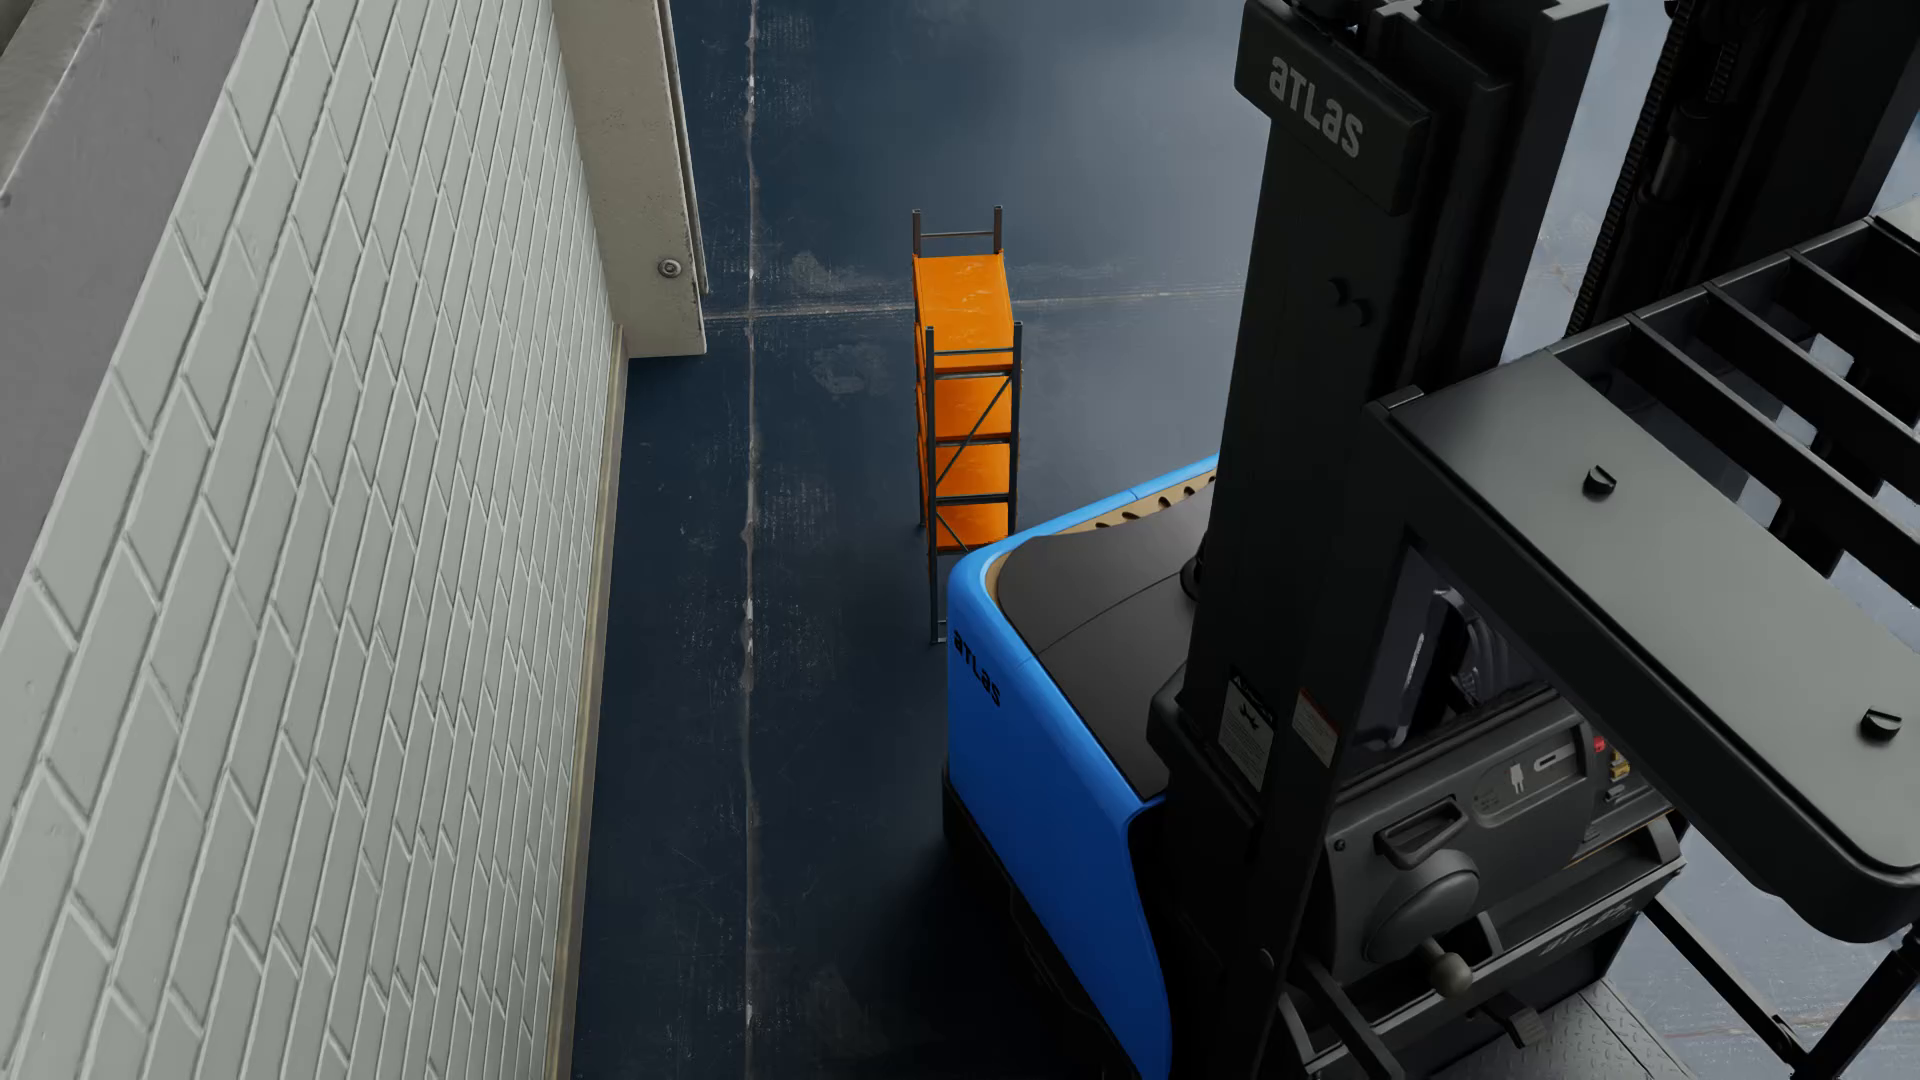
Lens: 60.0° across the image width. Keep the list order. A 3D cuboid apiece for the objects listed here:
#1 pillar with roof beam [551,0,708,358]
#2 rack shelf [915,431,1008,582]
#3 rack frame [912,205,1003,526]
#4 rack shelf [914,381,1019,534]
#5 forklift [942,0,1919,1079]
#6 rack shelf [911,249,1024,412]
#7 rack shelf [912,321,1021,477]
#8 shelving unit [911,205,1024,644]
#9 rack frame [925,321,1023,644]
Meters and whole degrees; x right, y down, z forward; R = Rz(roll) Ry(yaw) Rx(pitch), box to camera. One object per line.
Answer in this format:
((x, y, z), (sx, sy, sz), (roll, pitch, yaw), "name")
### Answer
((3.222, -4.148, 2.980), (9.100, 9.000, 0.400), (-3, 47, -3), "pillar with roof beam")
((0.014, -0.110, 4.894), (0.258, 0.148, 0.480), (-3, 47, -3), "rack shelf")
((-0.007, -0.469, 4.868), (0.240, 1.200, 0.015), (-3, 47, -3), "rack frame")
((0.014, -0.247, 4.750), (0.258, 0.148, 0.480), (-3, 47, -3), "rack shelf")
((1.102, 0.552, 2.709), (1.130, 2.935, 3.031), (-22, 50, -19), "forklift")
((0.014, -0.563, 4.416), (0.258, 0.148, 0.480), (-3, 47, -3), "rack shelf")
((0.014, -0.400, 4.587), (0.258, 0.148, 0.480), (-3, 47, -3), "rack shelf")
((0.014, -0.293, 4.701), (0.258, 1.200, 0.503), (-3, 47, -3), "shelving unit")
((0.034, -0.116, 4.534), (0.240, 1.200, 0.015), (-3, 47, -3), "rack frame")
